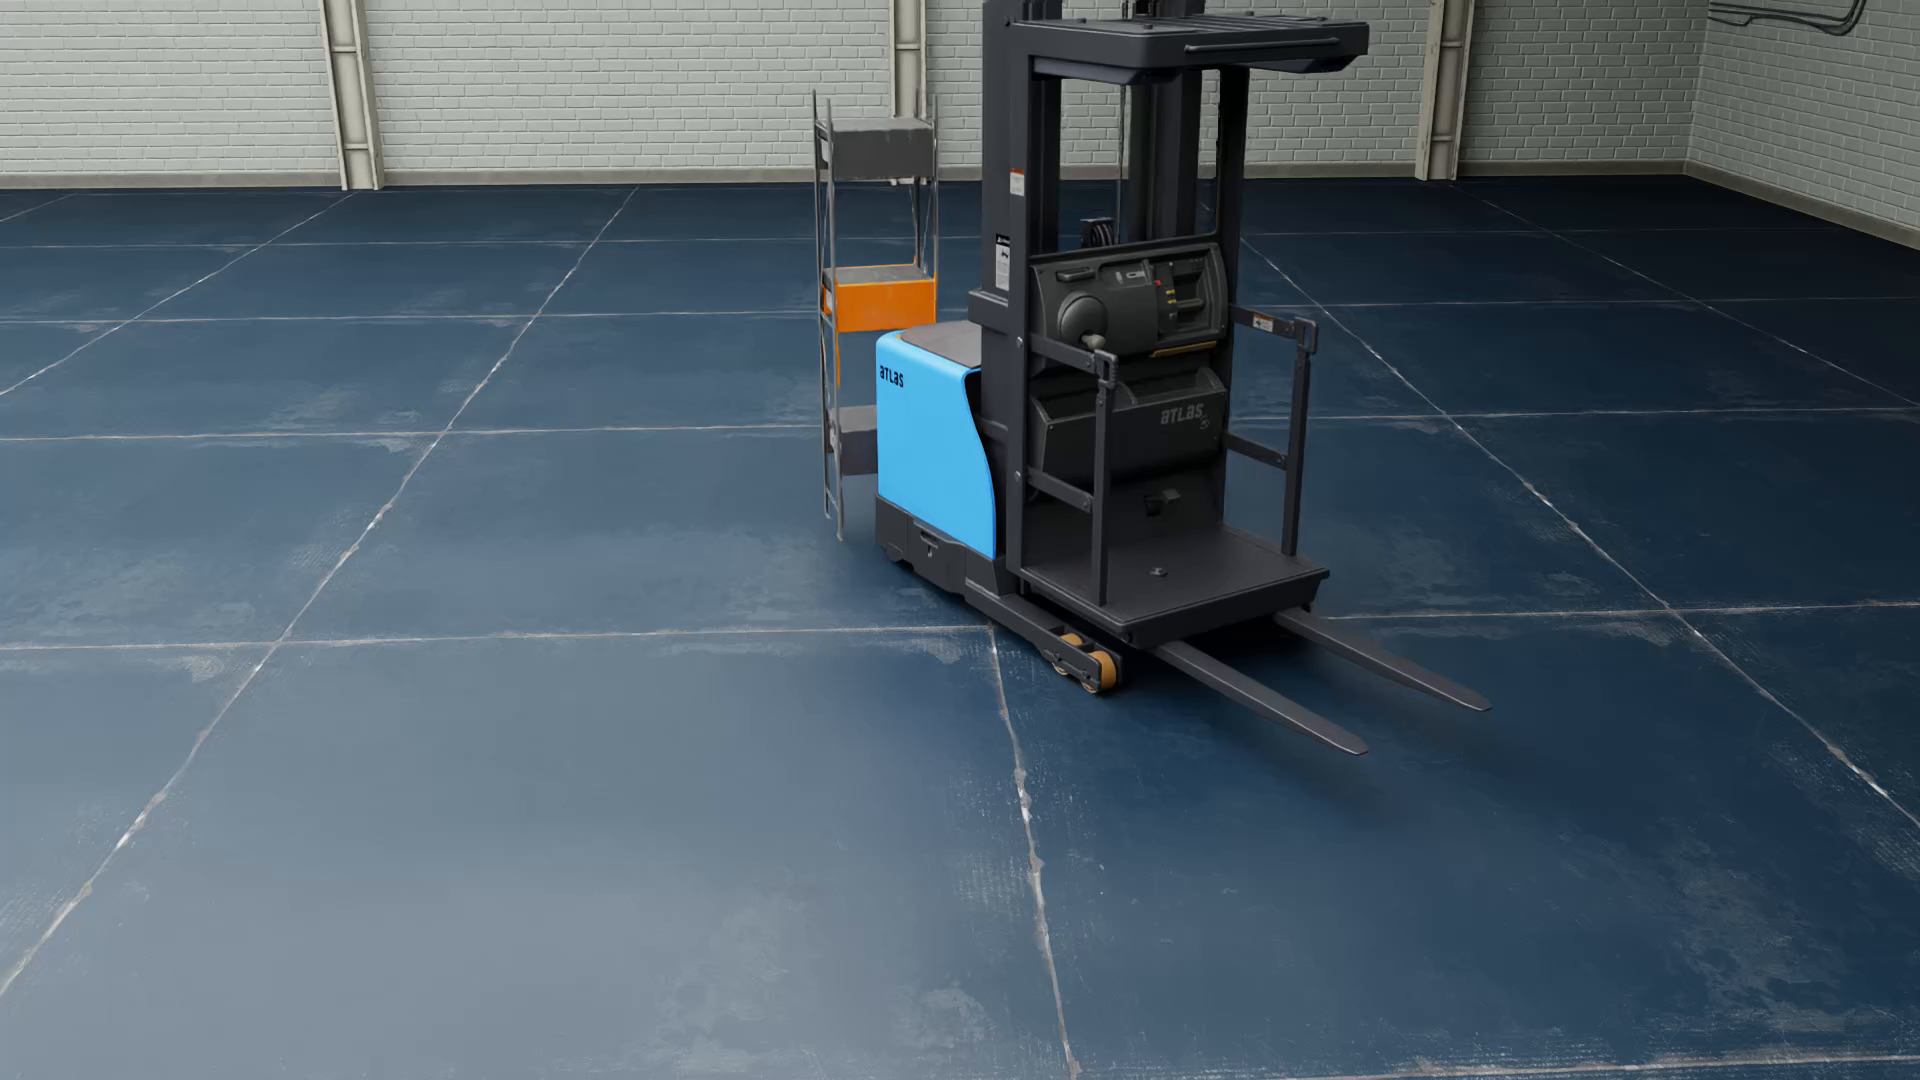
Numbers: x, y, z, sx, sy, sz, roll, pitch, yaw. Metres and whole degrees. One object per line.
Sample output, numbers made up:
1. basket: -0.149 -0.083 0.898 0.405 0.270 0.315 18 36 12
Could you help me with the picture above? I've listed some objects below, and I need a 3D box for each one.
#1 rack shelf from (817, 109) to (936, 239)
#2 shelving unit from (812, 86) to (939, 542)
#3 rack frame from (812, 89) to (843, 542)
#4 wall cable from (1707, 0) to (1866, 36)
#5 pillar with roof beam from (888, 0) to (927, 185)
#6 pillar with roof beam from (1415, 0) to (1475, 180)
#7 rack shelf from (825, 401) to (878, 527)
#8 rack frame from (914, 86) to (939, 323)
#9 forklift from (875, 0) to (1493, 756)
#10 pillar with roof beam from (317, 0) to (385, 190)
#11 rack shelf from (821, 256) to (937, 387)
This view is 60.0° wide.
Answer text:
1. rack shelf: -0.394 -1.706 7.722 0.480 0.518 0.431 -5 22 -14
2. shelving unit: -0.394 -1.065 7.966 0.503 2.100 0.431 -5 22 -14
3. rack frame: -0.629 -1.042 7.908 0.015 2.100 0.400 -5 22 -14
4. wall cable: 8.433 -6.471 16.835 0.112 2.526 3.097 -1 21 -3
5. pillar with roof beam: -0.328 -6.681 13.023 0.400 9.000 9.100 -1 21 -3
6. pillar with roof beam: 5.662 -6.803 13.343 0.400 9.000 9.100 -1 21 -3
7. rack shelf: -0.394 -0.398 8.220 0.480 0.518 0.431 -5 22 -14
8. rack frame: -0.158 -1.087 8.025 0.015 2.100 0.400 -5 22 -14
9. forklift: 0.812 -0.958 6.517 1.130 2.935 3.031 -13 24 -30
10. pillar with roof beam: -6.318 -6.559 12.702 0.400 9.000 9.100 -1 21 -3
11. rack shelf: -0.394 -1.052 7.971 0.480 0.518 0.431 -5 22 -14
